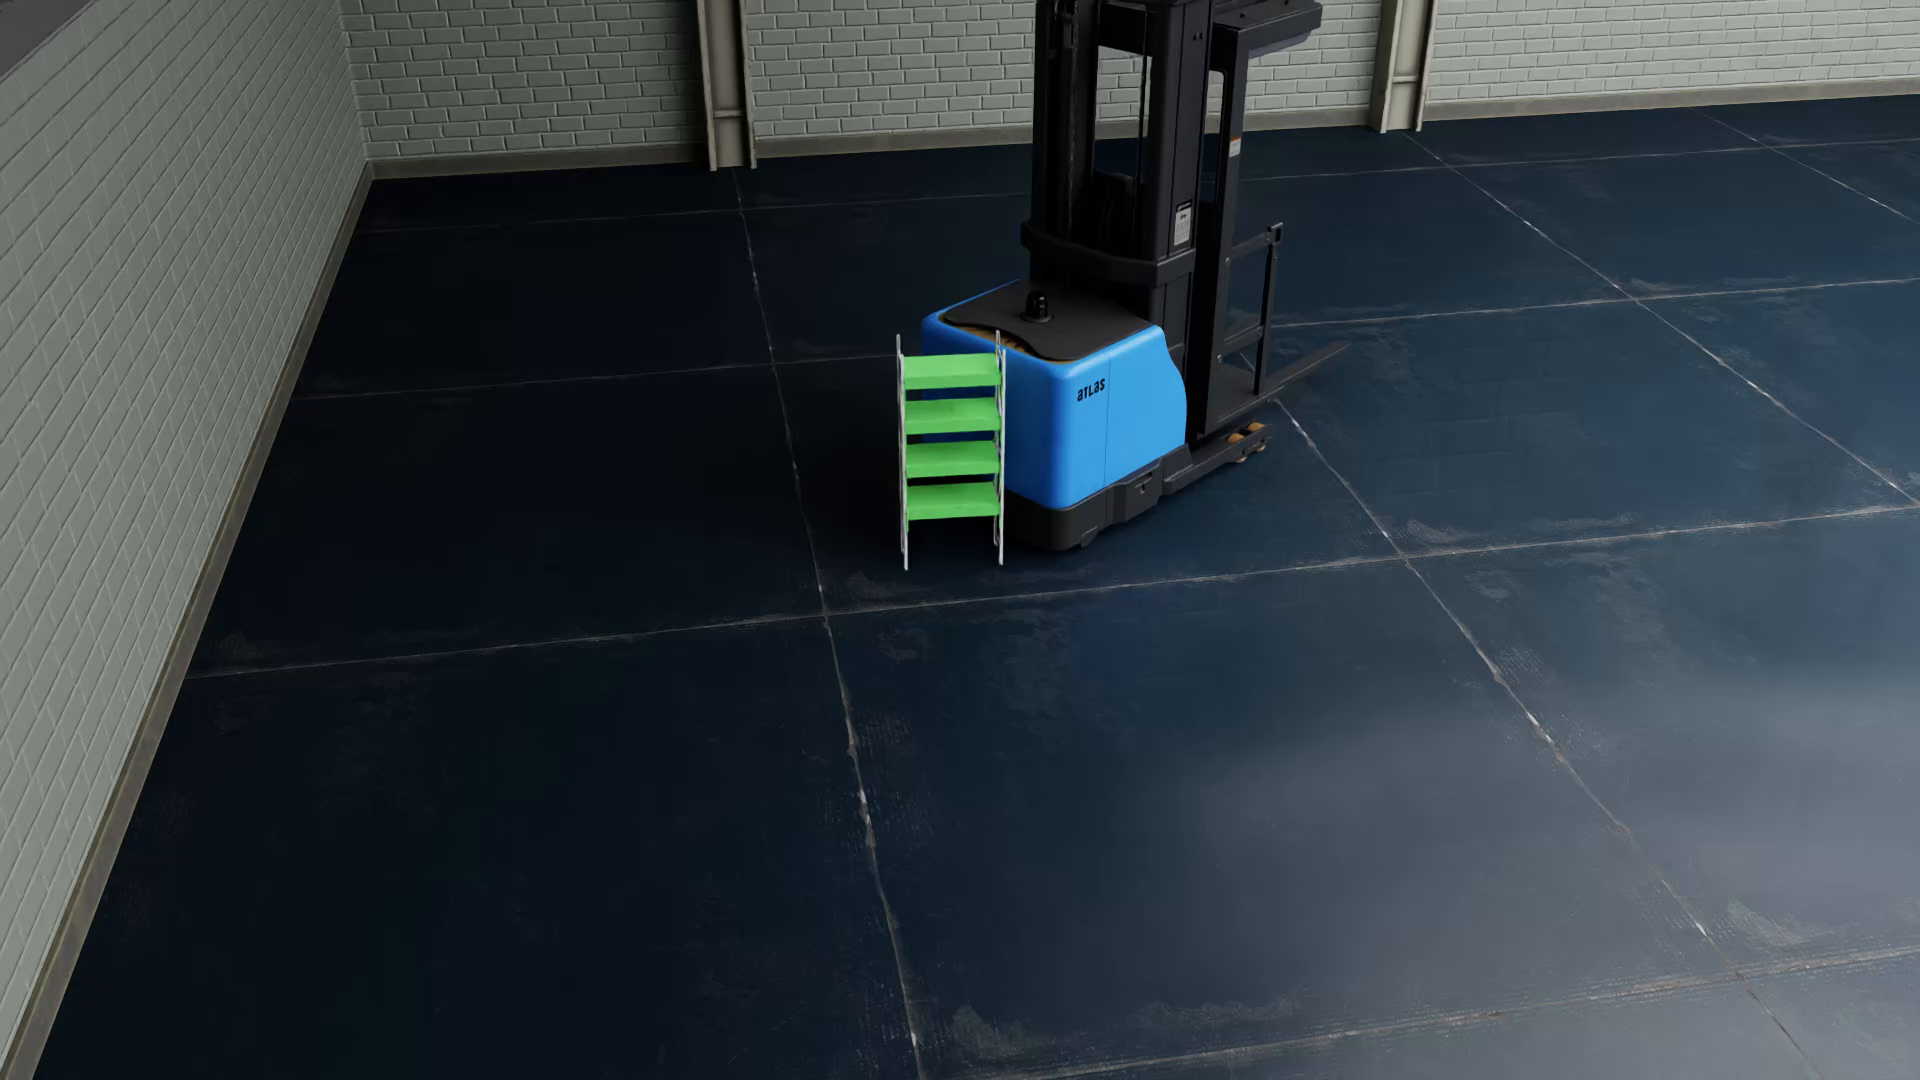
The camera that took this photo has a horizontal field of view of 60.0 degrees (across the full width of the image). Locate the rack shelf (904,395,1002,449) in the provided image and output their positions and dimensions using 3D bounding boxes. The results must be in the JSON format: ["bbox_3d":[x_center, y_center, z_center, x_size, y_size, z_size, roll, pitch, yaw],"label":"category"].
[{"bbox_3d":[-0.046,-0.586,8.216,0.480,0.148,0.258,-3,31,-6],"label":"rack shelf"}]

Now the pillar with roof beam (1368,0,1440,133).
[{"bbox_3d":[4.729,-5.495,9.218,0.400,9.000,9.100,-5,31,-9],"label":"pillar with roof beam"}]

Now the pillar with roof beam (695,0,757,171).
[{"bbox_3d":[-1.173,-4.948,8.286,0.400,9.000,9.100,-5,31,-9],"label":"pillar with roof beam"}]

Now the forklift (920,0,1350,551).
[{"bbox_3d":[1.159,-1.863,9.026,1.130,2.935,3.031,26,39,36],"label":"forklift"}]

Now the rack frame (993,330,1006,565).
[{"bbox_3d":[0.197,-0.449,8.329,0.015,1.200,0.240,-3,31,-6],"label":"rack frame"}]

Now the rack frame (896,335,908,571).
[{"bbox_3d":[-0.288,-0.420,8.281,0.015,1.200,0.240,-3,31,-6],"label":"rack frame"}]

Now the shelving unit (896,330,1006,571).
[{"bbox_3d":[-0.046,-0.435,8.305,0.503,1.200,0.258,-3,31,-6],"label":"shelving unit"}]

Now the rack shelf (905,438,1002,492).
[{"bbox_3d":[-0.046,-0.379,8.338,0.480,0.148,0.258,-3,31,-6],"label":"rack shelf"}]

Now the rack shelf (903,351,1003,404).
[{"bbox_3d":[-0.046,-0.793,8.094,0.480,0.148,0.258,-3,31,-6],"label":"rack shelf"}]

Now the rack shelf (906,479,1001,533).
[{"bbox_3d":[-0.046,-0.173,8.459,0.480,0.148,0.258,-3,31,-6],"label":"rack shelf"}]
